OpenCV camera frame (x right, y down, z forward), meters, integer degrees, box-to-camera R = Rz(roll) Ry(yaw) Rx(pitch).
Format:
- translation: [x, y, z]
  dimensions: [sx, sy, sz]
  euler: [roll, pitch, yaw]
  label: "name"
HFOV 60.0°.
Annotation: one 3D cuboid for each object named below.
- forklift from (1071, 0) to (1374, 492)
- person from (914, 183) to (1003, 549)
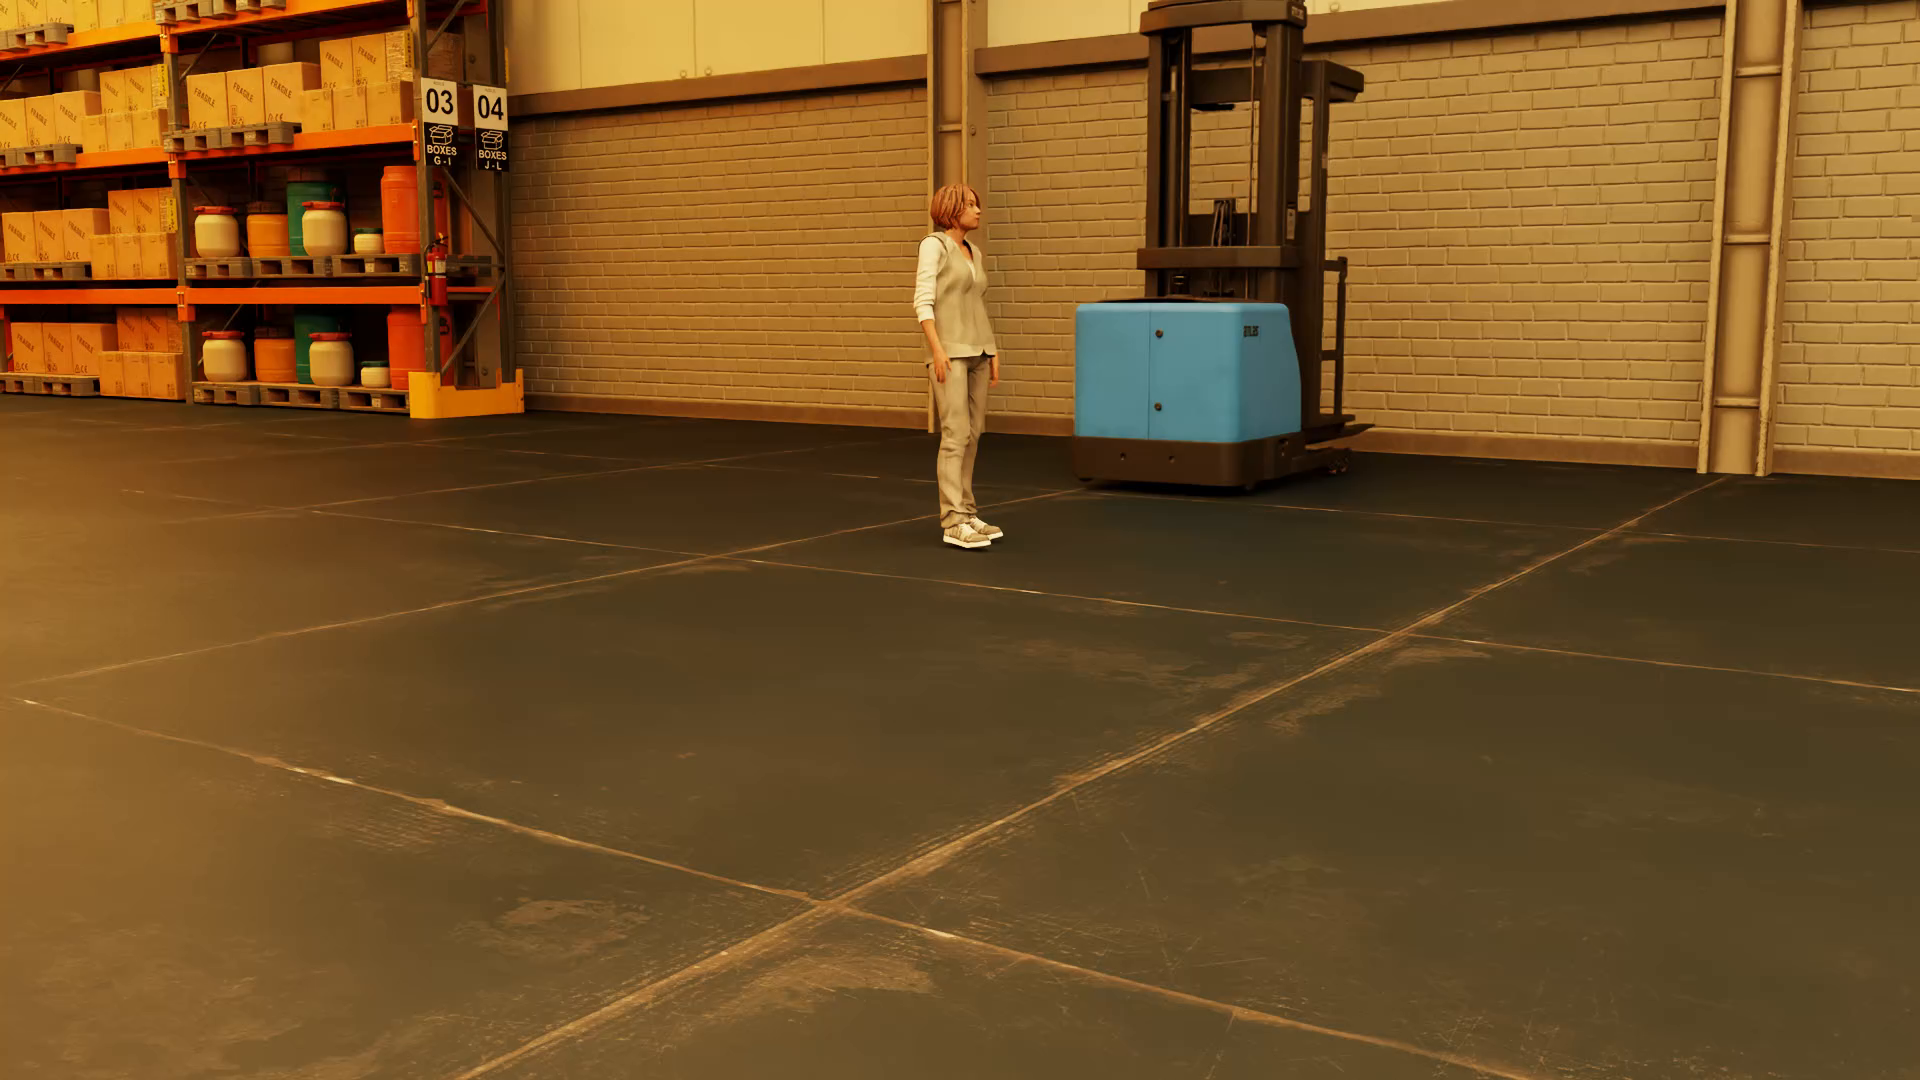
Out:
- translation: [1.848, -1.889, 10.474]
  dimensions: [1.130, 2.935, 3.031]
  euler: [5, 9, 31]
  label: "forklift"
- translation: [0.053, -0.790, 7.438]
  dimensions: [0.475, 1.596, 0.521]
  euler: [5, 10, 34]
  label: "person"
